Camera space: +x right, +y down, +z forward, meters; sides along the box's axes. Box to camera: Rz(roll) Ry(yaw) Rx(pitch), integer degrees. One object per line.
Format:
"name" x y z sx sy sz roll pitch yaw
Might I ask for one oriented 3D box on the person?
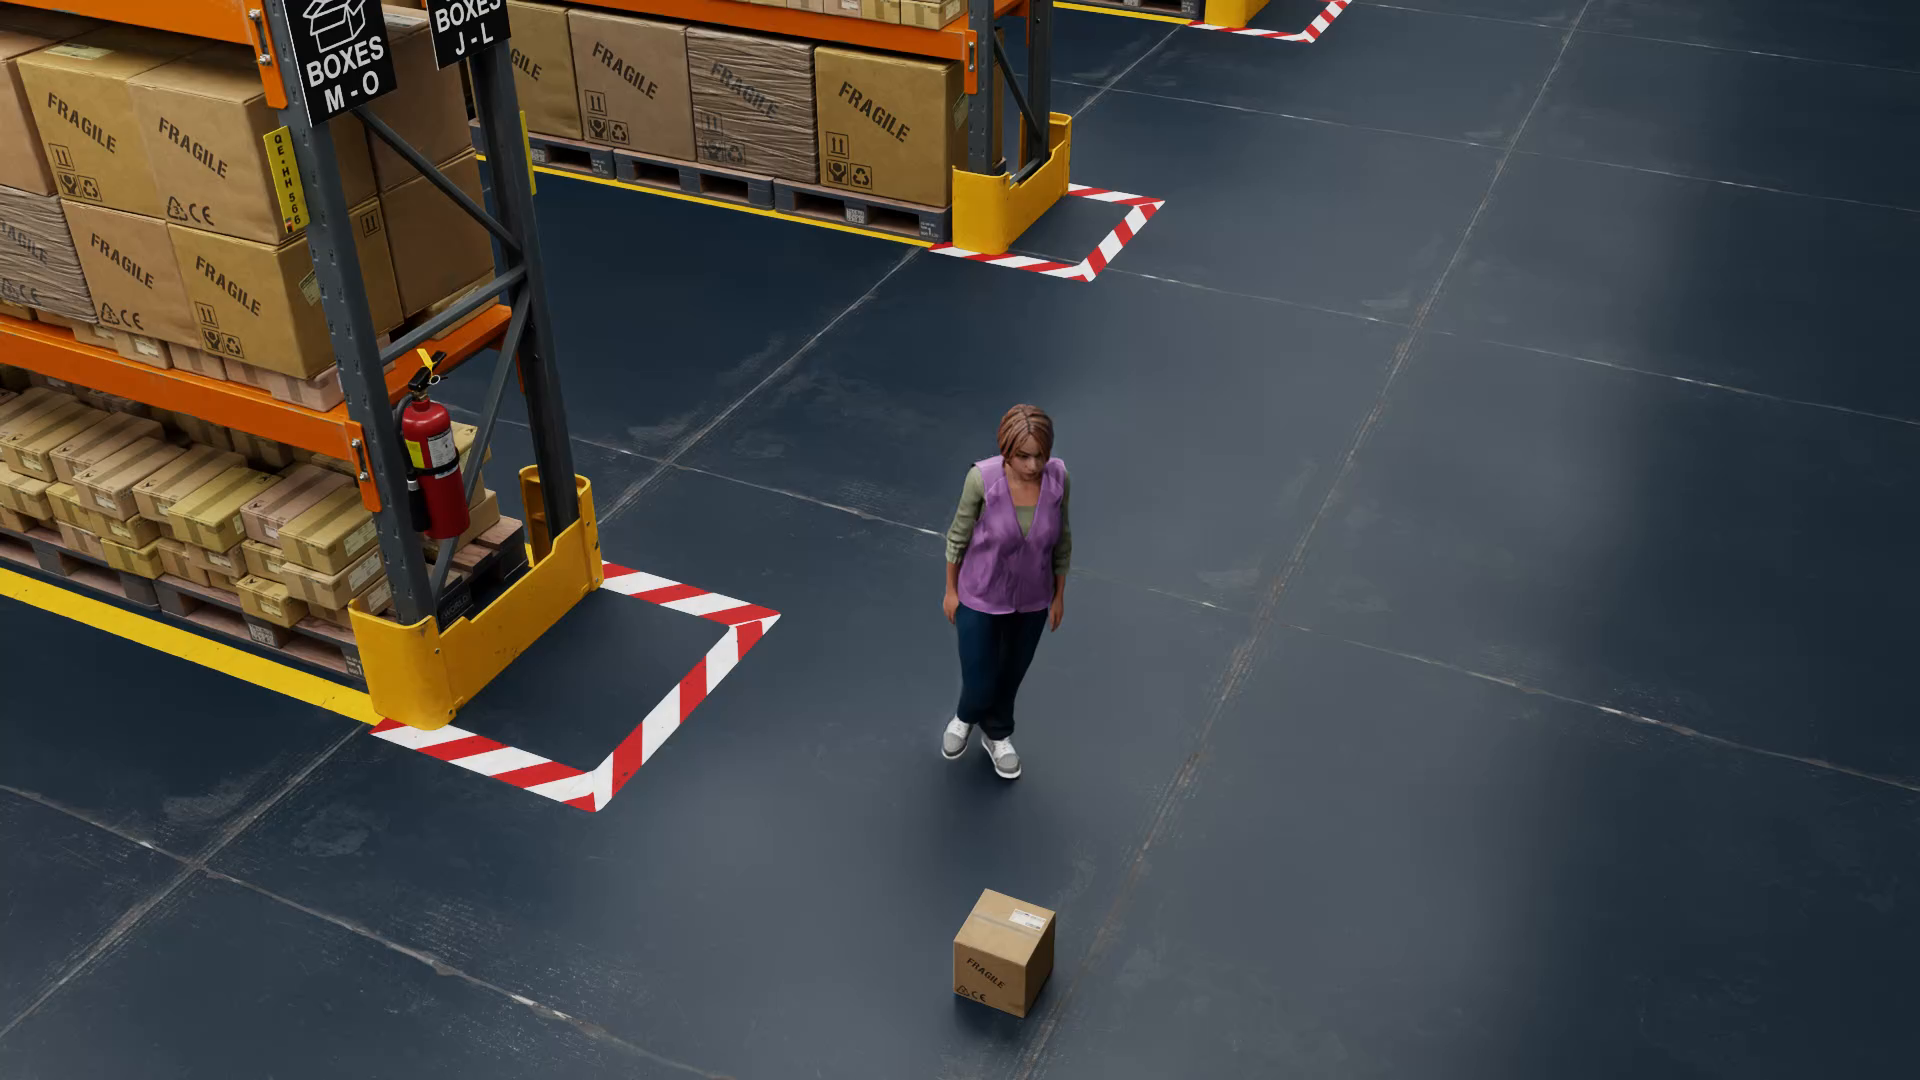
"person" 0.160 0.189 5.850 0.440 1.591 0.420 -10 36 -15
